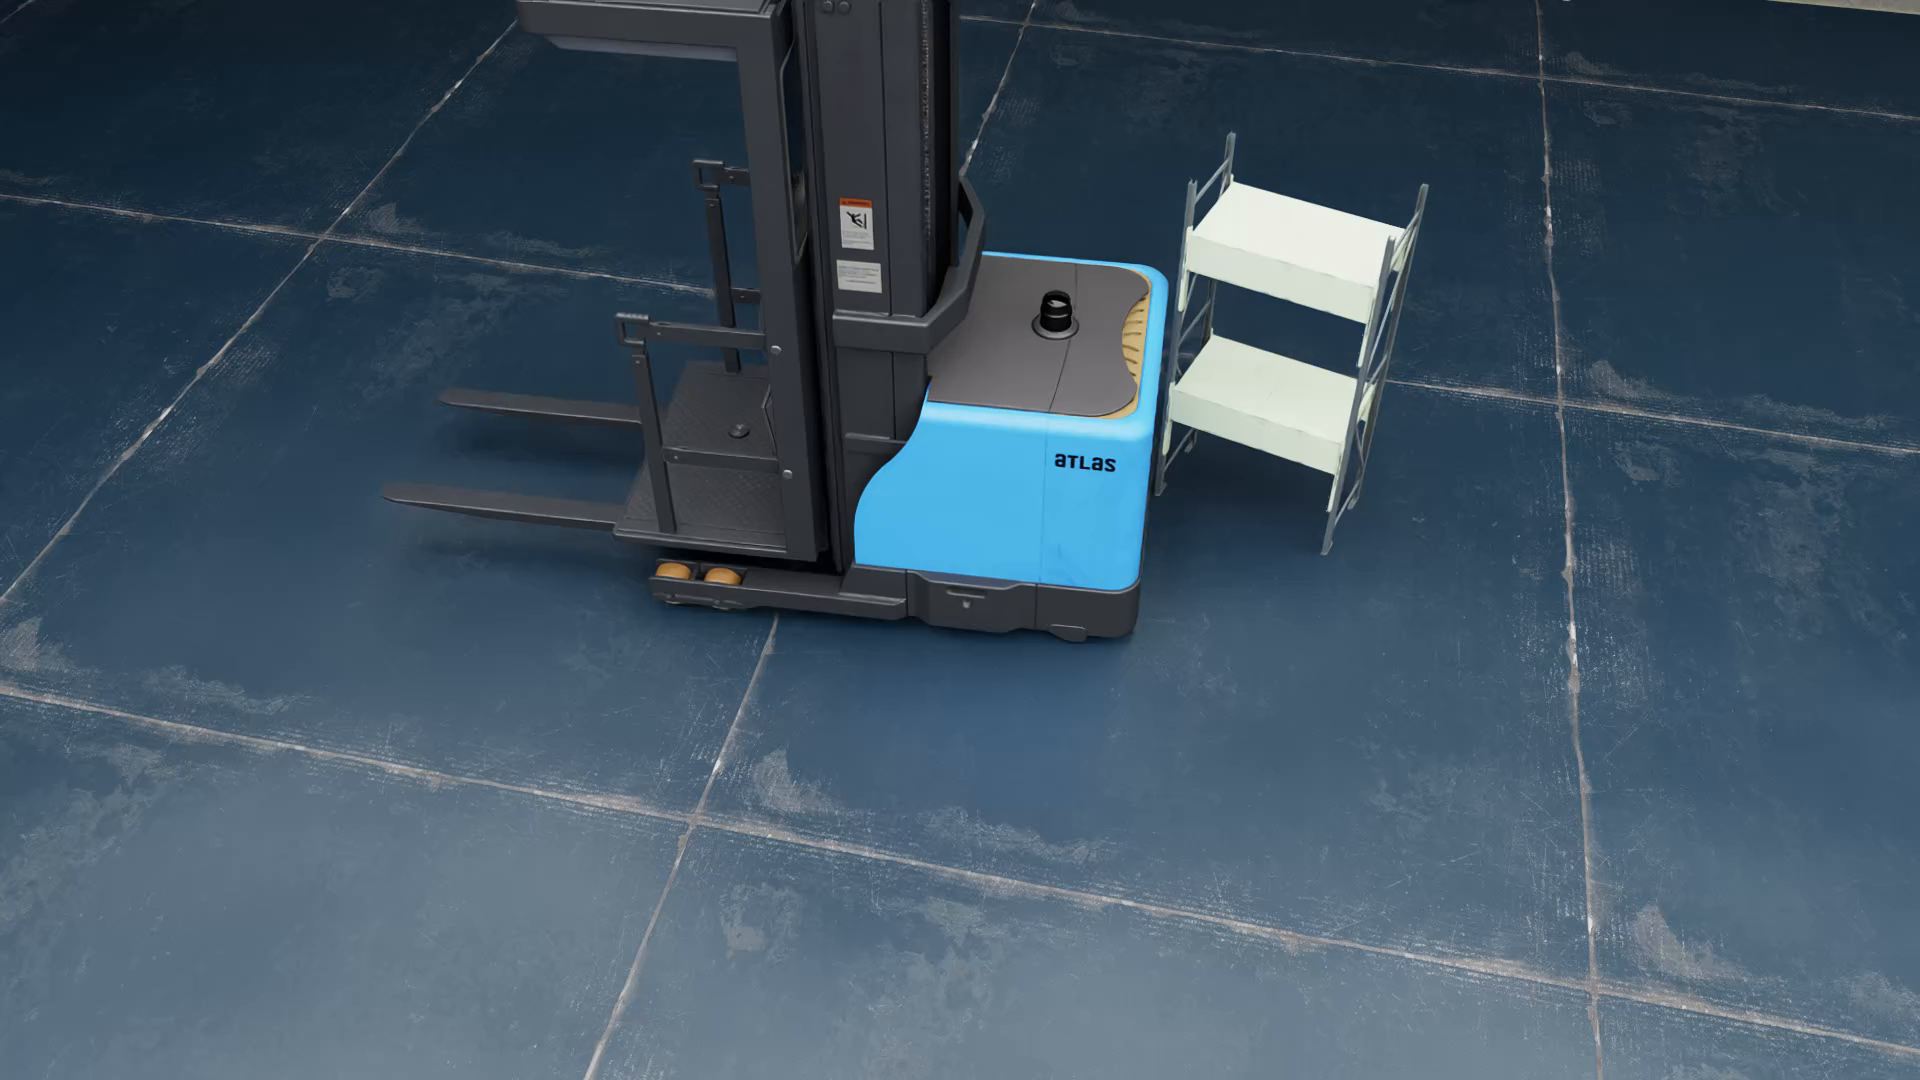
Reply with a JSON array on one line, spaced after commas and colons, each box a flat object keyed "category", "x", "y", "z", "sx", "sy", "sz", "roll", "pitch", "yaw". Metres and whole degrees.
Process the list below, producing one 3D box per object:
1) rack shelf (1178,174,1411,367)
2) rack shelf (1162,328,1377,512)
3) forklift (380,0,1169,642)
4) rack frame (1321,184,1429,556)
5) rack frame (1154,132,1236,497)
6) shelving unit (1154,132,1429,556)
[{"category": "rack shelf", "x": 1.236, "y": -1.003, "z": 6.148, "sx": 0.720, "sy": 0.370, "sz": 0.431, "roll": 21, "pitch": 48, "yaw": 20}, {"category": "rack shelf", "x": 1.236, "y": -0.487, "z": 6.644, "sx": 0.720, "sy": 0.370, "sz": 0.431, "roll": 21, "pitch": 48, "yaw": 20}, {"category": "forklift", "x": -0.762, "y": -1.143, "z": 5.824, "sx": 3.031, "sy": 2.935, "sz": 1.130, "roll": 6, "pitch": 44, "yaw": 6}, {"category": "rack frame", "x": 1.557, "y": -0.599, "z": 6.291, "sx": 0.023, "sy": 1.500, "sz": 0.400, "roll": 21, "pitch": 48, "yaw": 20}, {"category": "rack frame", "x": 0.915, "y": -0.844, "z": 6.545, "sx": 0.023, "sy": 1.500, "sz": 0.400, "roll": 21, "pitch": 48, "yaw": 20}, {"category": "shelving unit", "x": 1.236, "y": -0.722, "z": 6.418, "sx": 0.755, "sy": 1.500, "sz": 0.431, "roll": 21, "pitch": 48, "yaw": 20}]
